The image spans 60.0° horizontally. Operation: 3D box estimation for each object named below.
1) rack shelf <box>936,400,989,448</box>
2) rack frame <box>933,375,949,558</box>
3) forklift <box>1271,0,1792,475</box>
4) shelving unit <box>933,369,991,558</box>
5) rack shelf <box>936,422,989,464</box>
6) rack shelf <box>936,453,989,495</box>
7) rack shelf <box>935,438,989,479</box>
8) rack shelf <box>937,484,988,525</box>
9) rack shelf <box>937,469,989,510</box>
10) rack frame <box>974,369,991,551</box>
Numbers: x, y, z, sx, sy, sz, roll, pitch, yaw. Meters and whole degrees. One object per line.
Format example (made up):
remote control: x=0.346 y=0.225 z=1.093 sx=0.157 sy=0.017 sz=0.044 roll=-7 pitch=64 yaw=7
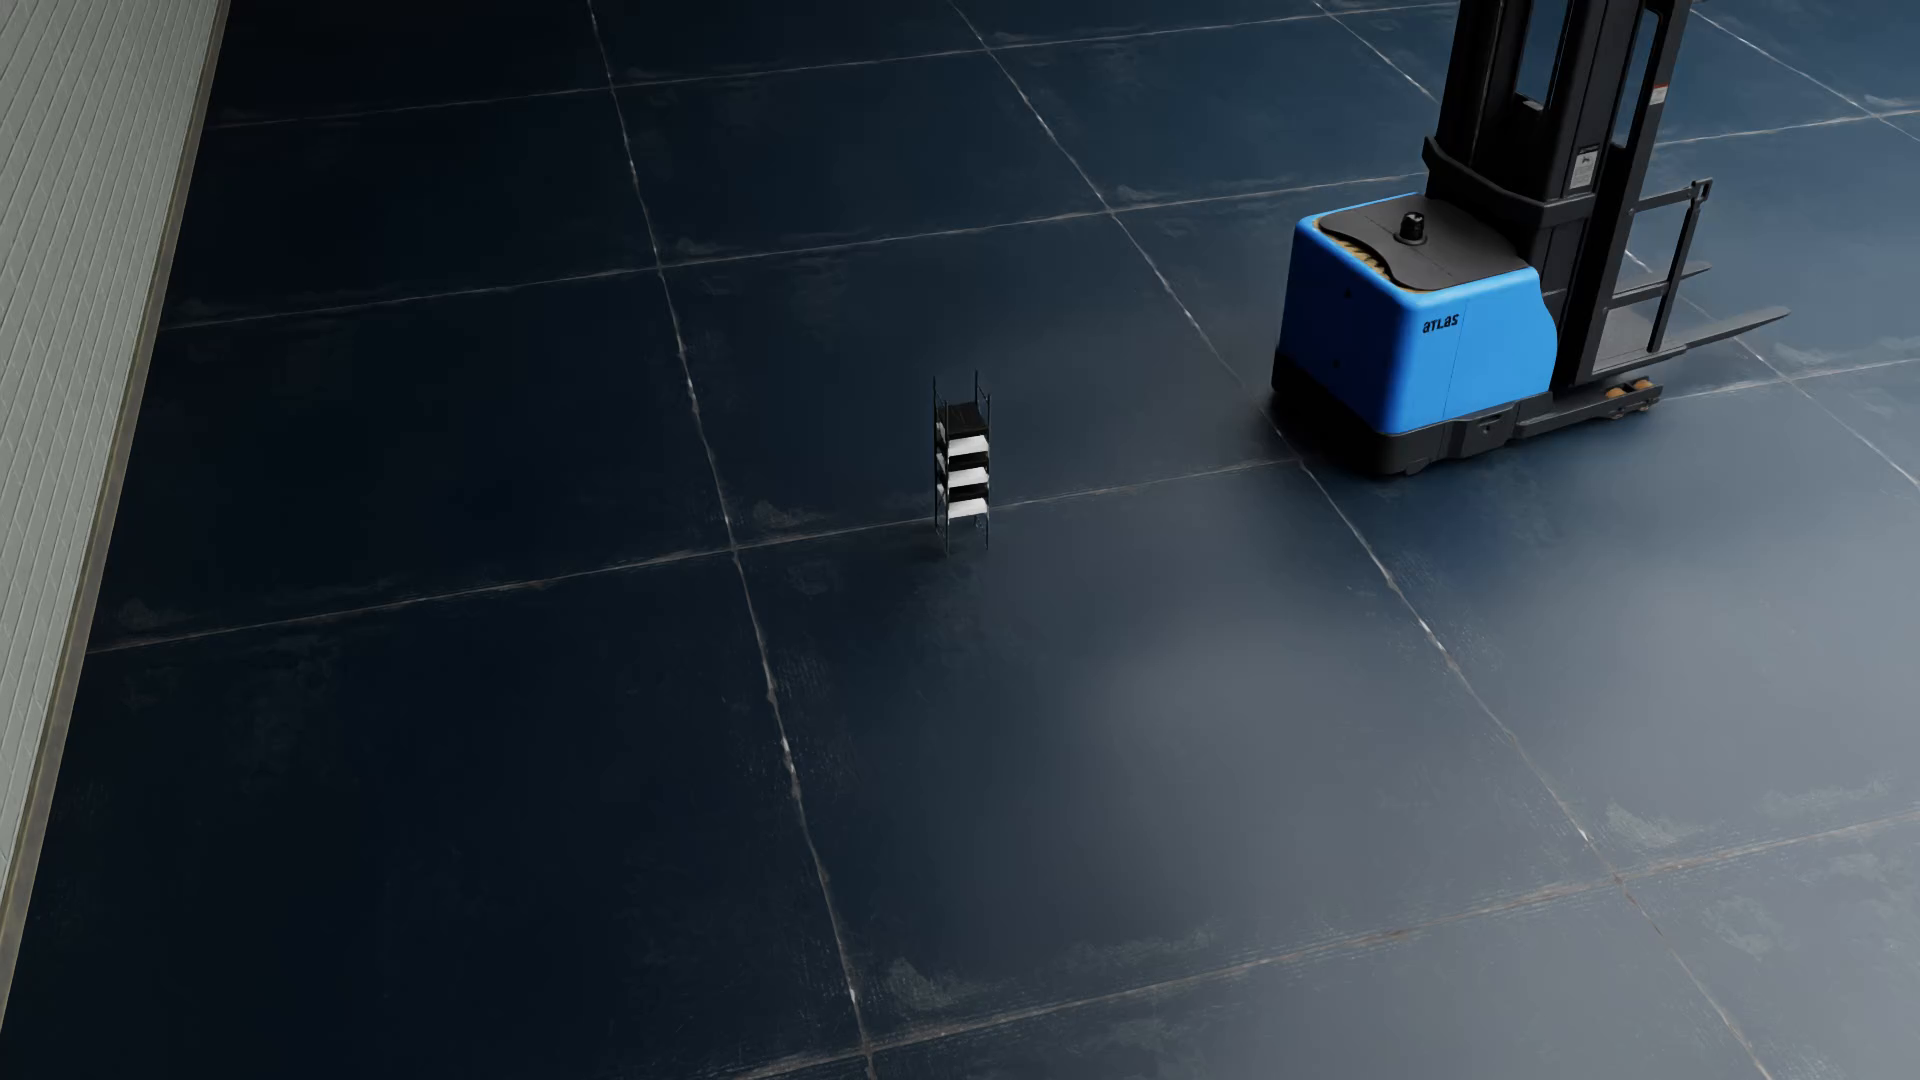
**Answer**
rack shelf: x=0.008 y=-0.547 z=7.814 sx=0.200 sy=0.077 sz=0.258 roll=-9 pitch=38 yaw=-12
rack frame: x=-0.090 y=-0.343 z=7.937 sx=0.006 sy=0.900 sz=0.240 roll=-9 pitch=38 yaw=-12
forklift: x=3.287 y=-2.101 z=8.563 sx=3.031 sy=2.935 sz=1.130 roll=-16 pitch=40 yaw=-20
shelving unit: x=0.008 y=-0.359 z=7.958 sx=0.210 sy=0.900 sz=0.258 roll=-9 pitch=38 yaw=-12
rack shelf: x=0.008 y=-0.475 z=7.869 sx=0.200 sy=0.077 sz=0.258 roll=-9 pitch=38 yaw=-12
rack shelf: x=0.008 y=-0.332 z=7.978 sx=0.200 sy=0.077 sz=0.258 roll=-9 pitch=38 yaw=-12
rack shelf: x=0.008 y=-0.404 z=7.923 sx=0.200 sy=0.077 sz=0.258 roll=-9 pitch=38 yaw=-12
rack shelf: x=0.008 y=-0.189 z=8.087 sx=0.200 sy=0.077 sz=0.258 roll=-9 pitch=38 yaw=-12
rack shelf: x=0.008 y=-0.261 z=8.033 sx=0.200 sy=0.077 sz=0.258 roll=-9 pitch=38 yaw=-12
rack frame: x=0.106 y=-0.375 z=7.979 sx=0.006 sy=0.900 sz=0.240 roll=-9 pitch=38 yaw=-12
